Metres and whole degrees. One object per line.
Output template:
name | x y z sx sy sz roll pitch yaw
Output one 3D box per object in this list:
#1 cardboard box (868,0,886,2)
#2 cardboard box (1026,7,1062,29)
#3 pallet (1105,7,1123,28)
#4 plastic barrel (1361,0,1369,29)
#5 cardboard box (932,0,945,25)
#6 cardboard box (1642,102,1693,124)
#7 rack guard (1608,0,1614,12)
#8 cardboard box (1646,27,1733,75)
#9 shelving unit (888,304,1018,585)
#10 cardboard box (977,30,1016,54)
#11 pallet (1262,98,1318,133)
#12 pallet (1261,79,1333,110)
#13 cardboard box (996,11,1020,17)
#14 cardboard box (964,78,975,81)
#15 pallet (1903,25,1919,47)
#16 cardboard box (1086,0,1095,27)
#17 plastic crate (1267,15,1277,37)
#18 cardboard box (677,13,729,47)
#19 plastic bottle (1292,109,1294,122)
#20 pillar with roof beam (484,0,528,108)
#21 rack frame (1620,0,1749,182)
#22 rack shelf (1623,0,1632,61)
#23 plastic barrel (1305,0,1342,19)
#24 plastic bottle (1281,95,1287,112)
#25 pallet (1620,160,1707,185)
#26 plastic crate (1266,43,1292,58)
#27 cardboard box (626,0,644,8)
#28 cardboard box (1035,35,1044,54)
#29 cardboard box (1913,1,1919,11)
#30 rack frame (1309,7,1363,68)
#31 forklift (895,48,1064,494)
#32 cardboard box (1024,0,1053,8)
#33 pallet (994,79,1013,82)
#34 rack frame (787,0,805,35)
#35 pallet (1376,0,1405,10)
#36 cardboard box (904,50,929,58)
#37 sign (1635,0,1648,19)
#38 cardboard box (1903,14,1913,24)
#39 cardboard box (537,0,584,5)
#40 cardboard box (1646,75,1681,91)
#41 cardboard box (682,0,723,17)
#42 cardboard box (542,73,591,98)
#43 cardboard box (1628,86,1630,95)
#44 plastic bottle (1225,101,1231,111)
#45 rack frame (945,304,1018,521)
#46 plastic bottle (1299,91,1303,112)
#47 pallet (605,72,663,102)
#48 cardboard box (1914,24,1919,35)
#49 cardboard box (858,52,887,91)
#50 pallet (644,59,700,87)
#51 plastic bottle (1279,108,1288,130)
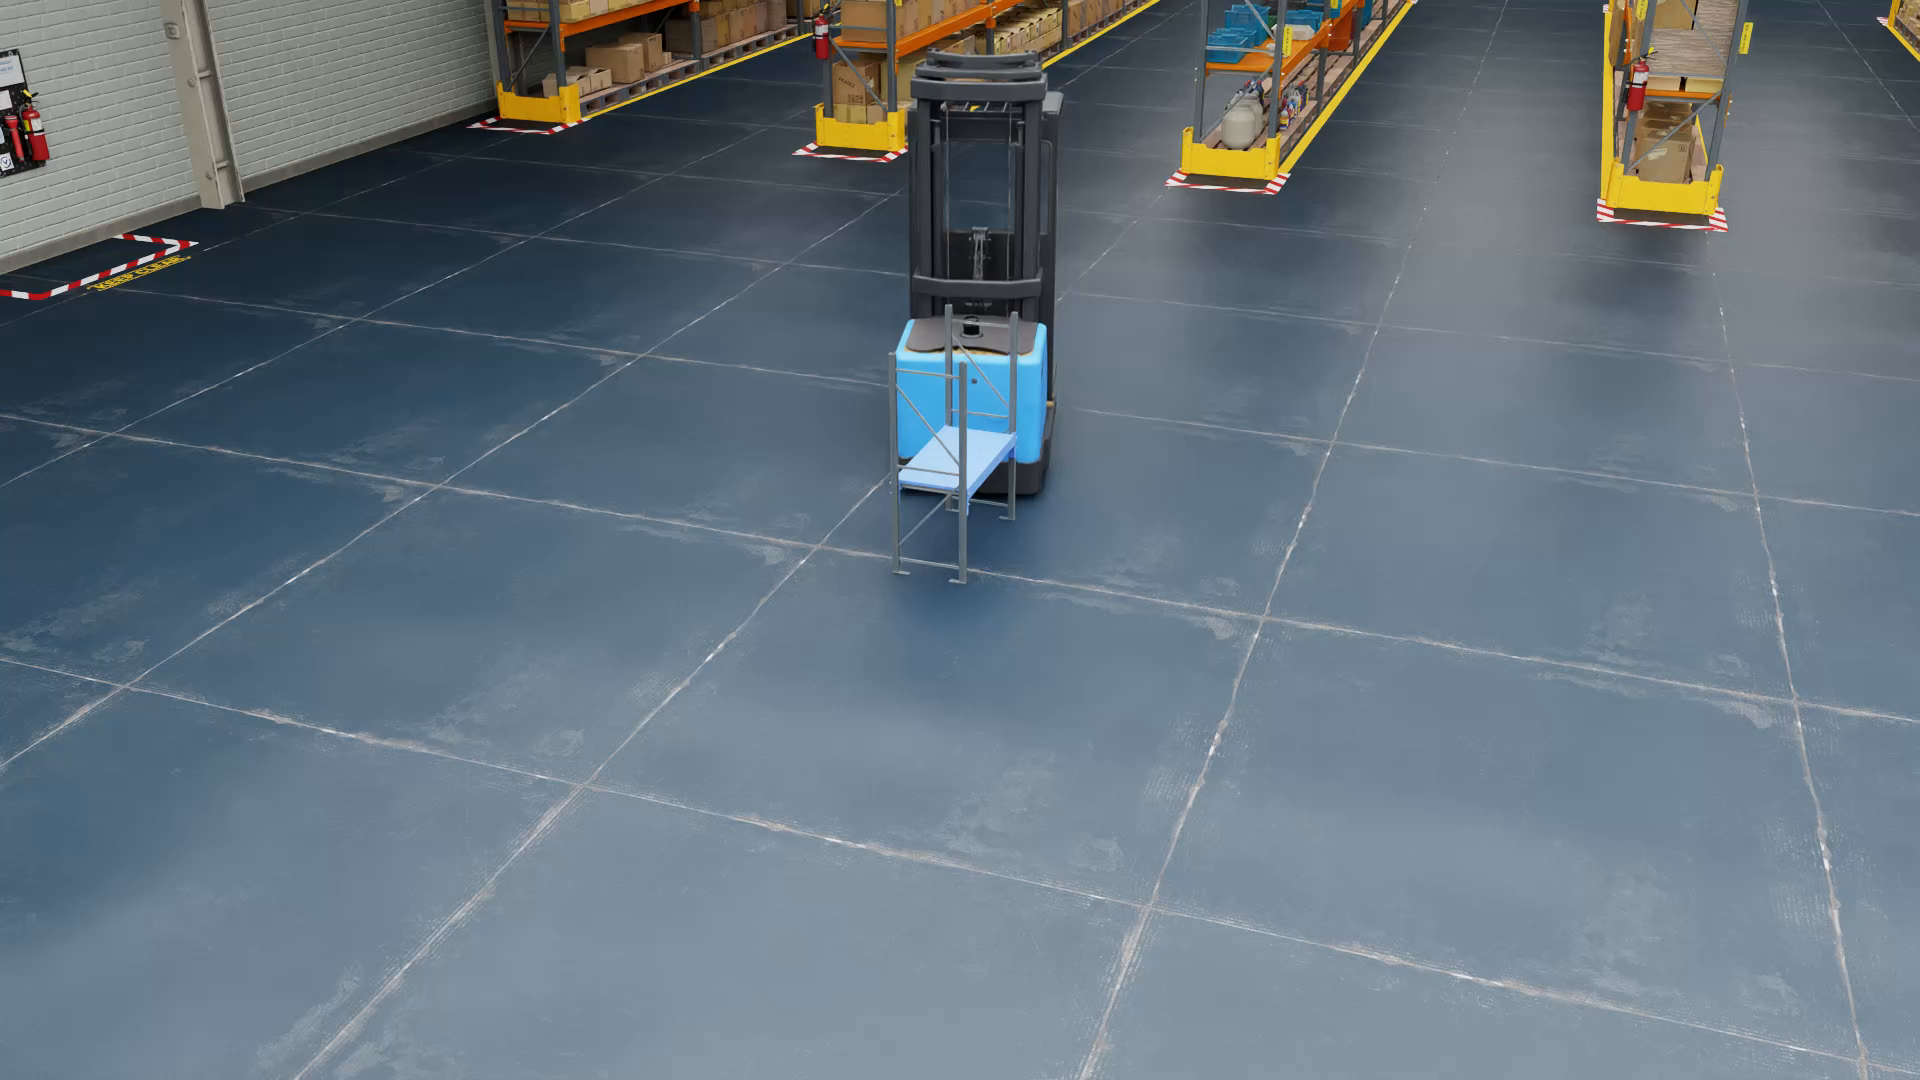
cardboard box | -0.974 -7.055 21.520 0.380 0.149 0.250 9 27 17
cardboard box | 1.412 -8.828 28.072 0.500 0.311 0.500 9 27 19
pallet | 2.450 -9.924 31.506 1.003 0.211 1.213 9 27 17
plastic barrel | 6.922 -9.532 29.421 0.600 0.901 0.708 9 27 17
cardboard box | -0.628 -7.460 23.100 0.700 0.500 0.500 10 27 19
cardboard box | 8.877 -5.196 20.926 0.500 0.500 0.500 6 27 13
rack guard | 13.365 -10.610 32.590 1.175 0.500 0.348 9 27 17
cardboard box | 8.241 -5.551 18.816 0.875 0.500 0.500 9 27 17
shelving unit | -0.028 -0.640 10.851 0.538 1.500 1.048 9 27 17
cardboard box | 0.567 -7.774 25.894 0.500 0.311 0.500 8 27 17
pallet | 4.430 -5.987 23.373 1.003 0.211 1.213 9 27 17
pallet | 4.918 -6.585 24.609 1.003 0.211 1.213 9 27 17
cardboard box | 0.736 -8.690 27.785 0.500 0.311 0.500 8 27 16
cardboard box | -0.101 -6.757 24.437 0.500 0.250 0.500 9 27 17
pallet | 17.264 -8.850 29.285 1.003 0.211 1.213 9 27 17
cardboard box | 2.116 -9.515 29.824 0.500 0.500 0.500 8 27 17
plastic crate | 3.975 -6.900 22.301 0.450 0.188 0.662 9 27 17
cardboard box | -4.296 -8.546 27.822 0.700 0.500 0.500 8 27 16
plastic bottle | 4.439 -5.729 22.347 0.097 0.201 0.097 0 26 0
pillar with roof beam | -2.504 -9.794 21.152 9.100 9.000 0.400 9 27 17
rack frame | 8.032 -5.150 18.444 1.000 3.000 0.127 9 27 17
rack shelf | 10.029 -7.292 23.694 1.077 0.370 4.000 9 27 17
plastic barrel | 5.107 -7.852 23.451 0.600 0.901 0.708 9 27 17
plastic bottle | 4.421 -5.918 22.644 0.061 0.283 0.133 9 27 17
pallet | 8.361 -4.255 19.795 1.003 0.211 1.213 9 27 17
plastic crate | 3.963 -6.071 20.648 0.298 0.136 0.250 9 27 17
cardboard box | -5.014 -8.032 24.546 0.500 0.250 0.500 9 27 18
cardboard box | 1.071 -8.157 27.328 0.500 0.250 0.500 9 27 19
cardboard box | 17.086 -9.428 29.387 0.380 0.149 0.250 9 27 18
rack frame | 6.024 -9.156 26.718 1.000 3.000 0.127 9 27 17
forklift | 0.191 -2.251 12.536 1.130 2.935 3.031 2 26 5
cardboard box | 1.444 -9.367 29.518 0.500 0.500 0.500 10 28 19
pallet | 0.231 -7.285 26.054 1.003 0.211 1.213 9 27 17
rack frame | -3.318 -10.592 29.685 1.000 3.000 0.127 9 27 17
pallet | 8.375 -10.855 33.427 1.003 0.211 1.213 9 27 17
cardboard box | -0.601 -6.478 23.001 0.500 0.500 0.500 9 27 17
sign | 7.516 -5.902 18.306 0.100 0.325 0.005 9 27 17
cardboard box | 17.250 -9.390 29.990 0.380 0.149 0.250 9 27 18
cardboard box | -5.538 -7.736 23.075 0.500 0.500 0.500 9 27 18
cardboard box | 7.933 -5.184 18.803 0.380 0.149 0.250 9 27 17
cardboard box | -4.277 -8.845 27.580 0.500 0.250 0.500 8 27 16
cardboard box | -5.666 -6.564 23.945 0.500 0.311 0.500 6 26 12
cardboard box | 9.950 -6.539 23.677 0.700 0.500 0.500 6 27 13
plastic bottle | 3.581 -5.713 22.219 0.061 0.283 0.133 9 27 19
rack frame | 0.141 -0.849 11.282 0.500 1.500 0.032 9 27 17
plastic bottle | 4.672 -6.029 22.872 0.061 0.283 0.133 11 28 21
pallet | -5.244 -6.909 25.278 1.003 0.211 1.213 9 27 17
cardboard box | 16.823 -8.862 28.901 0.380 0.149 0.250 9 27 17
cardboard box | -1.091 -6.554 23.156 0.500 0.500 0.500 9 27 17
pallet | -4.840 -7.412 26.317 1.003 0.211 1.213 9 27 17
plastic bottle | 4.259 -5.538 21.872 0.097 0.271 0.097 0 26 0
